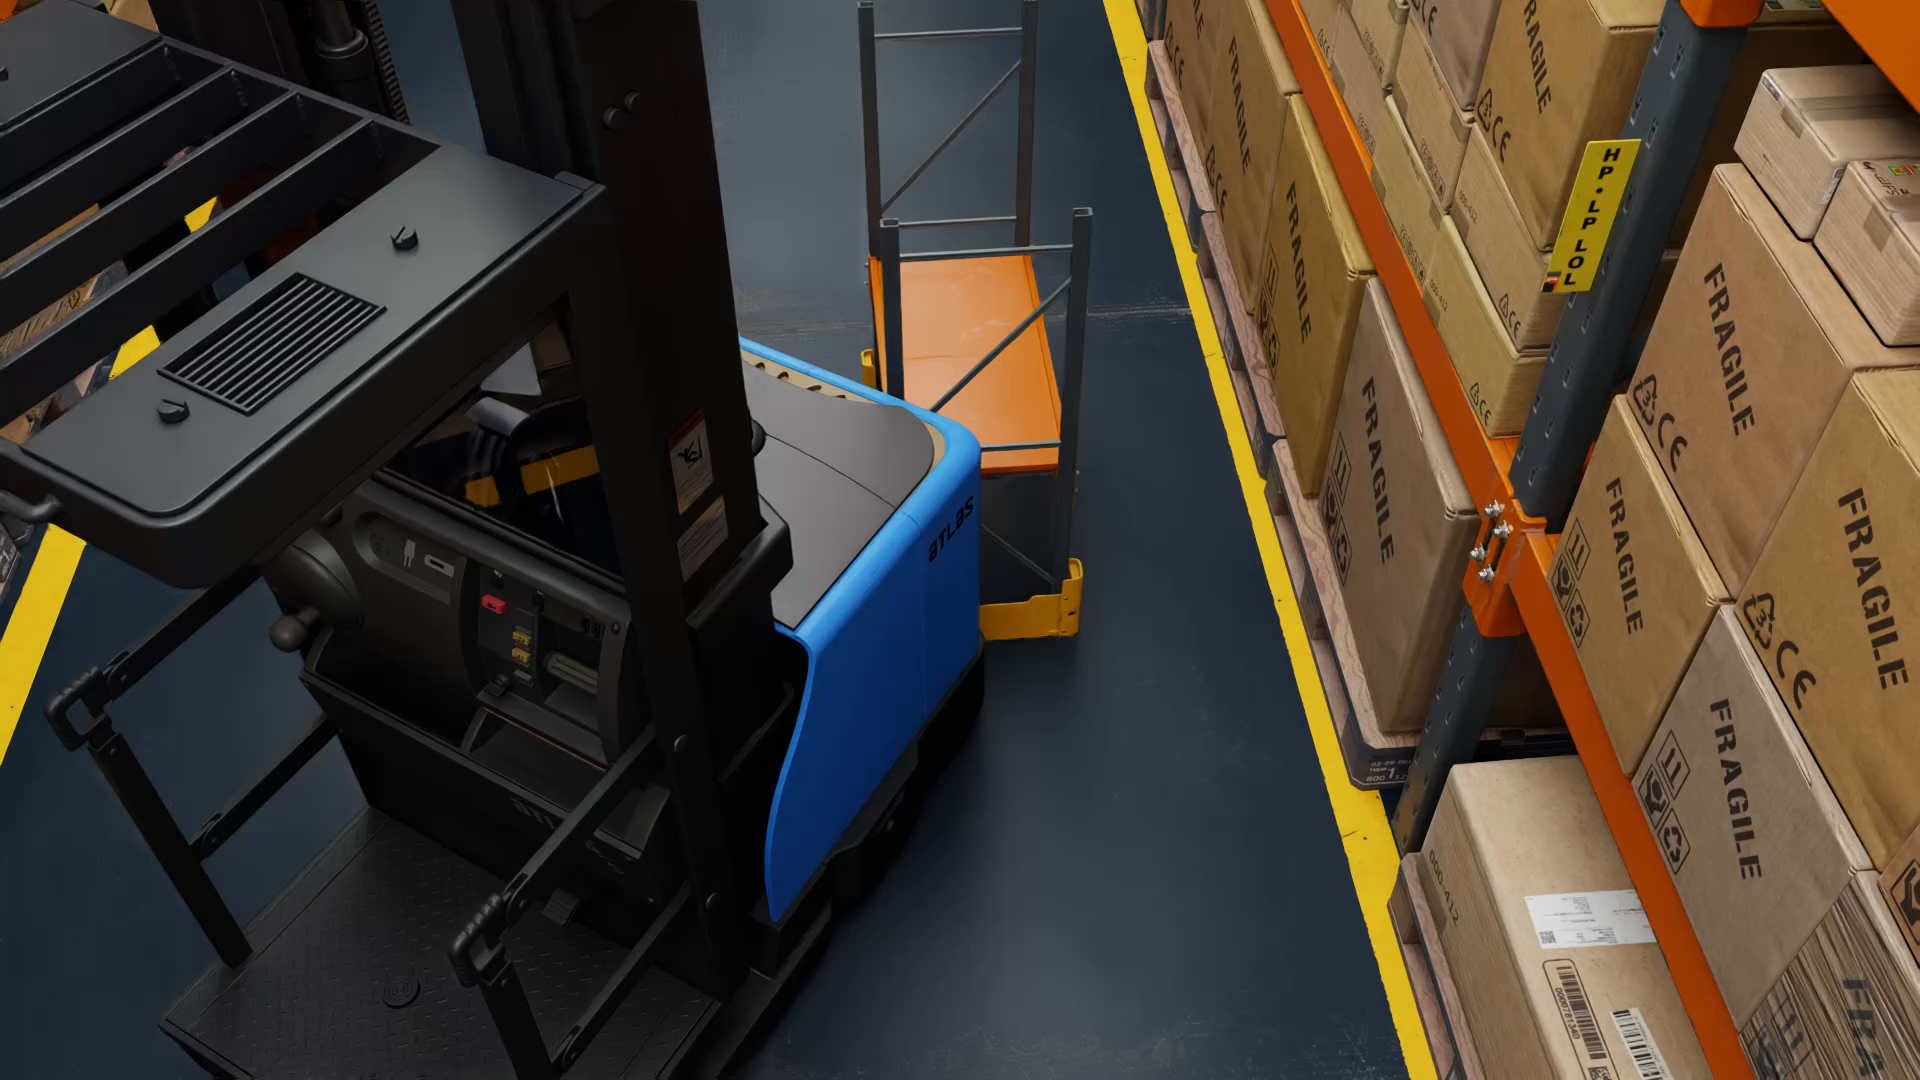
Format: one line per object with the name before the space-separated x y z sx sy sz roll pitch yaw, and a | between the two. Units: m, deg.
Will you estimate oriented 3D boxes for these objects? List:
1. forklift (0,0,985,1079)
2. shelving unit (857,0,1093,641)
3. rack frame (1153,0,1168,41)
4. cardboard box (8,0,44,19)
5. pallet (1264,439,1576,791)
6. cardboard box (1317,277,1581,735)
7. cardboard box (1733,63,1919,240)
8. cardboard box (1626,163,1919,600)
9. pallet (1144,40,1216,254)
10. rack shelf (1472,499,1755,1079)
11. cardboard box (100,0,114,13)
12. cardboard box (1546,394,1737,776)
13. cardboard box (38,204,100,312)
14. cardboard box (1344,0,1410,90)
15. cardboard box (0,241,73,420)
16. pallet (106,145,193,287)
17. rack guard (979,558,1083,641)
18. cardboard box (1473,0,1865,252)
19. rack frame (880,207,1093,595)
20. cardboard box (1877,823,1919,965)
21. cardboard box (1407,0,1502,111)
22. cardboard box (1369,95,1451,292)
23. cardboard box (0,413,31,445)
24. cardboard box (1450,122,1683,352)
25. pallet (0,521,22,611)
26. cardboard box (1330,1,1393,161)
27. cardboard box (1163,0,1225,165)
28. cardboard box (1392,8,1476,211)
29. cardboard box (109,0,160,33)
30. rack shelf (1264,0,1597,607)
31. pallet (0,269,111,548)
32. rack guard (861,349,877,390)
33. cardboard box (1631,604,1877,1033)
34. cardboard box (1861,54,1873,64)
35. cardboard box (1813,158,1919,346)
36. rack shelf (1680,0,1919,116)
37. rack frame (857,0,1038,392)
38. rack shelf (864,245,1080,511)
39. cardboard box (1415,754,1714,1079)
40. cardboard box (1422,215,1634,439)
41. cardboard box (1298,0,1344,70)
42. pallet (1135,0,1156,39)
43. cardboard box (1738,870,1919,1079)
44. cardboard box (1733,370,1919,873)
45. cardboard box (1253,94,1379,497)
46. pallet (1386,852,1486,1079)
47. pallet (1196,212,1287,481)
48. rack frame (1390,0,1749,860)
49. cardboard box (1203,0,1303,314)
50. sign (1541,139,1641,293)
forklift | -1.107 0.216 3.026 1.130 2.935 3.031 23 51 20
shelving unit | 0.015 -0.603 4.788 0.587 1.500 1.083 -4 47 -4
rack frame | 1.338 -3.140 6.158 1.000 3.000 0.127 -3 47 -3
cardboard box | -3.260 -1.806 5.880 0.380 0.149 0.250 -6 47 -5
pallet | 1.534 0.159 4.954 1.003 0.211 1.213 -3 47 -3
cardboard box | 1.542 -0.104 4.456 0.875 0.875 0.875 -2 47 -2
cardboard box | 1.441 -0.603 2.551 0.380 0.149 0.250 -4 47 -4
cardboard box | 1.472 -0.265 2.677 0.500 0.500 0.500 -3 47 -3
pallet | 1.329 -1.606 6.626 1.003 0.211 1.213 -3 47 -3
rack shelf | 1.841 1.448 2.308 1.077 0.370 4.000 -3 47 -3
cardboard box | -3.314 -2.002 6.065 0.380 0.149 0.250 -6 47 -5
cardboard box | 1.452 0.075 3.044 0.500 0.500 0.500 -2 47 -2
cardboard box | -3.280 -1.086 5.645 0.500 0.500 0.500 -2 47 -2
cardboard box | 1.295 -1.406 4.275 0.500 0.250 0.500 -2 47 -2
cardboard box | -3.218 -0.712 5.291 0.500 0.500 0.500 -5 47 -5
pallet | -3.583 -1.334 6.368 1.003 0.211 1.213 -3 47 -3
rack guard | 0.062 0.187 4.901 0.587 0.250 0.087 -4 47 -4
cardboard box | 1.386 -0.932 3.309 0.500 0.500 0.500 -2 47 -2
rack frame | 0.062 -0.242 4.446 0.500 1.500 0.032 -4 47 -4
cardboard box | 1.539 0.472 1.979 0.500 0.500 0.500 -3 47 -3
cardboard box | 1.335 -1.306 3.664 0.500 0.500 0.500 -3 47 -3
cardboard box | 1.343 -0.872 4.113 0.500 0.250 0.500 -4 47 -4
cardboard box | -3.181 -0.336 4.935 0.500 0.500 0.500 -5 47 -4
cardboard box | 1.394 -0.671 3.578 0.500 0.250 0.500 -4 47 -3
pallet | -3.378 0.431 4.696 1.003 0.211 1.213 -3 47 -3
cardboard box | 1.320 -1.238 4.460 0.500 0.250 0.500 -5 47 -4
cardboard box | 1.313 -2.049 6.299 0.875 0.875 0.875 -4 47 -4
cardboard box | 1.345 -1.032 3.920 0.500 0.250 0.500 -2 47 -2
cardboard box | -3.358 -1.828 6.347 0.500 0.500 0.500 -2 47 -2
rack shelf | 1.506 -1.446 5.049 1.077 0.370 4.000 -3 47 -3
pallet | -3.484 -0.454 5.534 1.003 0.211 1.213 -3 47 -3
rack guard | -0.032 -0.533 5.582 0.587 0.250 0.087 -4 47 -4
cardboard box | 1.490 0.439 2.699 0.500 0.500 0.500 -3 47 -3
cardboard box | 1.923 -0.960 3.336 0.500 0.500 0.500 -3 47 -3
cardboard box | 1.479 -0.419 2.376 0.380 0.149 0.250 -3 47 -3
rack shelf | 1.841 0.417 1.219 1.077 0.370 4.000 -3 47 -3
rack frame | -0.033 -0.977 5.142 0.500 1.500 0.032 -4 47 -4
rack shelf | 0.014 -0.485 4.925 0.538 0.185 1.000 -4 47 -4
cardboard box | 1.619 0.951 3.758 0.875 0.438 0.875 -4 47 -4
cardboard box | 1.384 -0.504 3.764 0.500 0.250 0.500 -4 47 -4
cardboard box | 1.272 -1.612 4.814 0.500 0.250 0.500 -3 47 -3
pallet | 1.274 -2.747 7.706 1.003 0.211 1.213 -3 47 -3
cardboard box | 1.525 0.800 2.358 0.500 0.500 0.500 -3 47 -3
cardboard box | 1.508 0.101 2.331 0.500 0.500 0.500 -4 47 -4
cardboard box | 1.458 -0.757 5.075 0.875 0.875 0.875 -2 47 -2
pallet | 1.659 1.268 3.904 1.003 0.211 1.213 -3 47 -3
pallet | 1.428 -0.726 5.792 1.003 0.211 1.213 -3 47 -3
rack frame | 1.673 -0.246 3.417 1.000 3.000 0.127 -3 47 -3
cardboard box | 1.384 -1.403 5.687 0.875 0.875 0.875 -3 47 -3
sign | 1.133 -0.577 2.988 0.100 0.325 0.005 -3 47 -3
